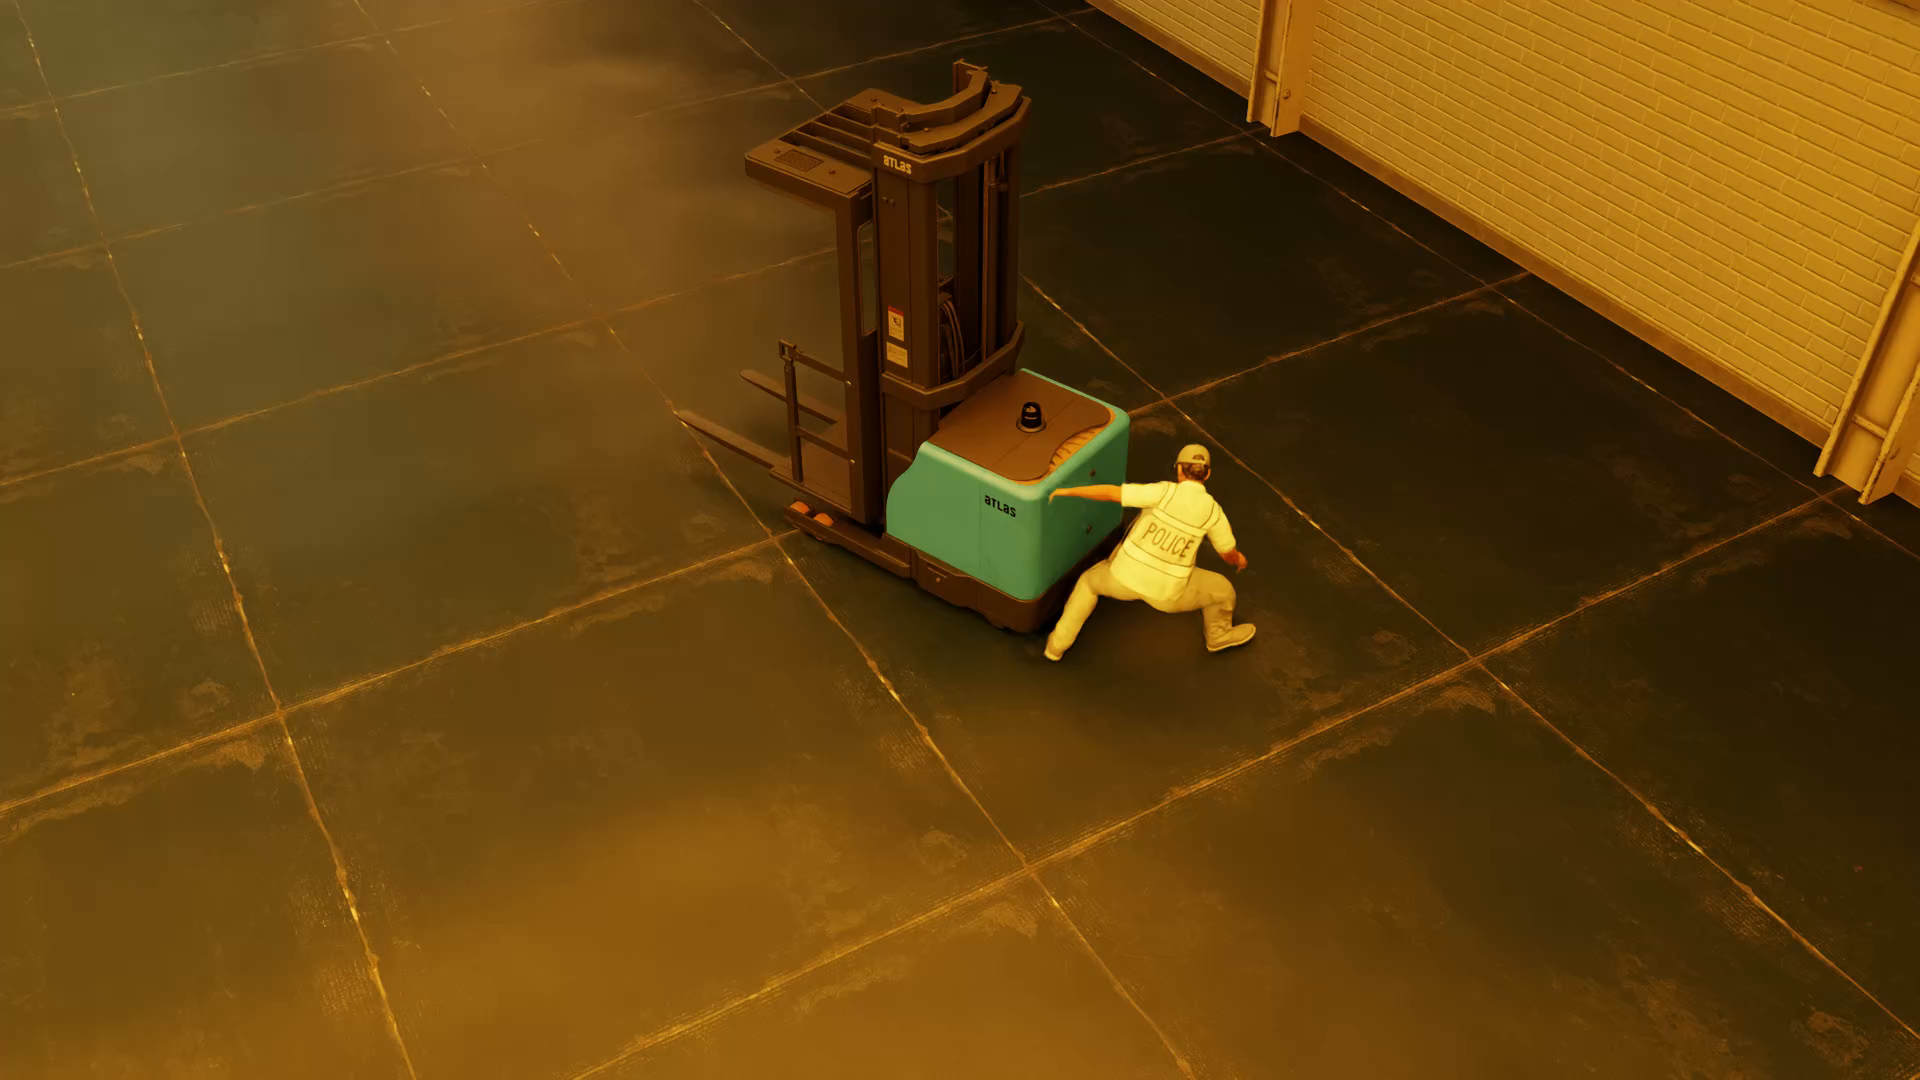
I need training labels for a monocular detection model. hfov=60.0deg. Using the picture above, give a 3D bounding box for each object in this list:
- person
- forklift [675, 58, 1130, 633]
[{"bbox_3d":[1.052,0.127,9.115,1.169,1.370,0.687,12,41,14],"label":"person"},{"bbox_3d":[-0.481,-1.366,9.683,3.031,2.935,1.130,26,46,28],"label":"forklift"}]
